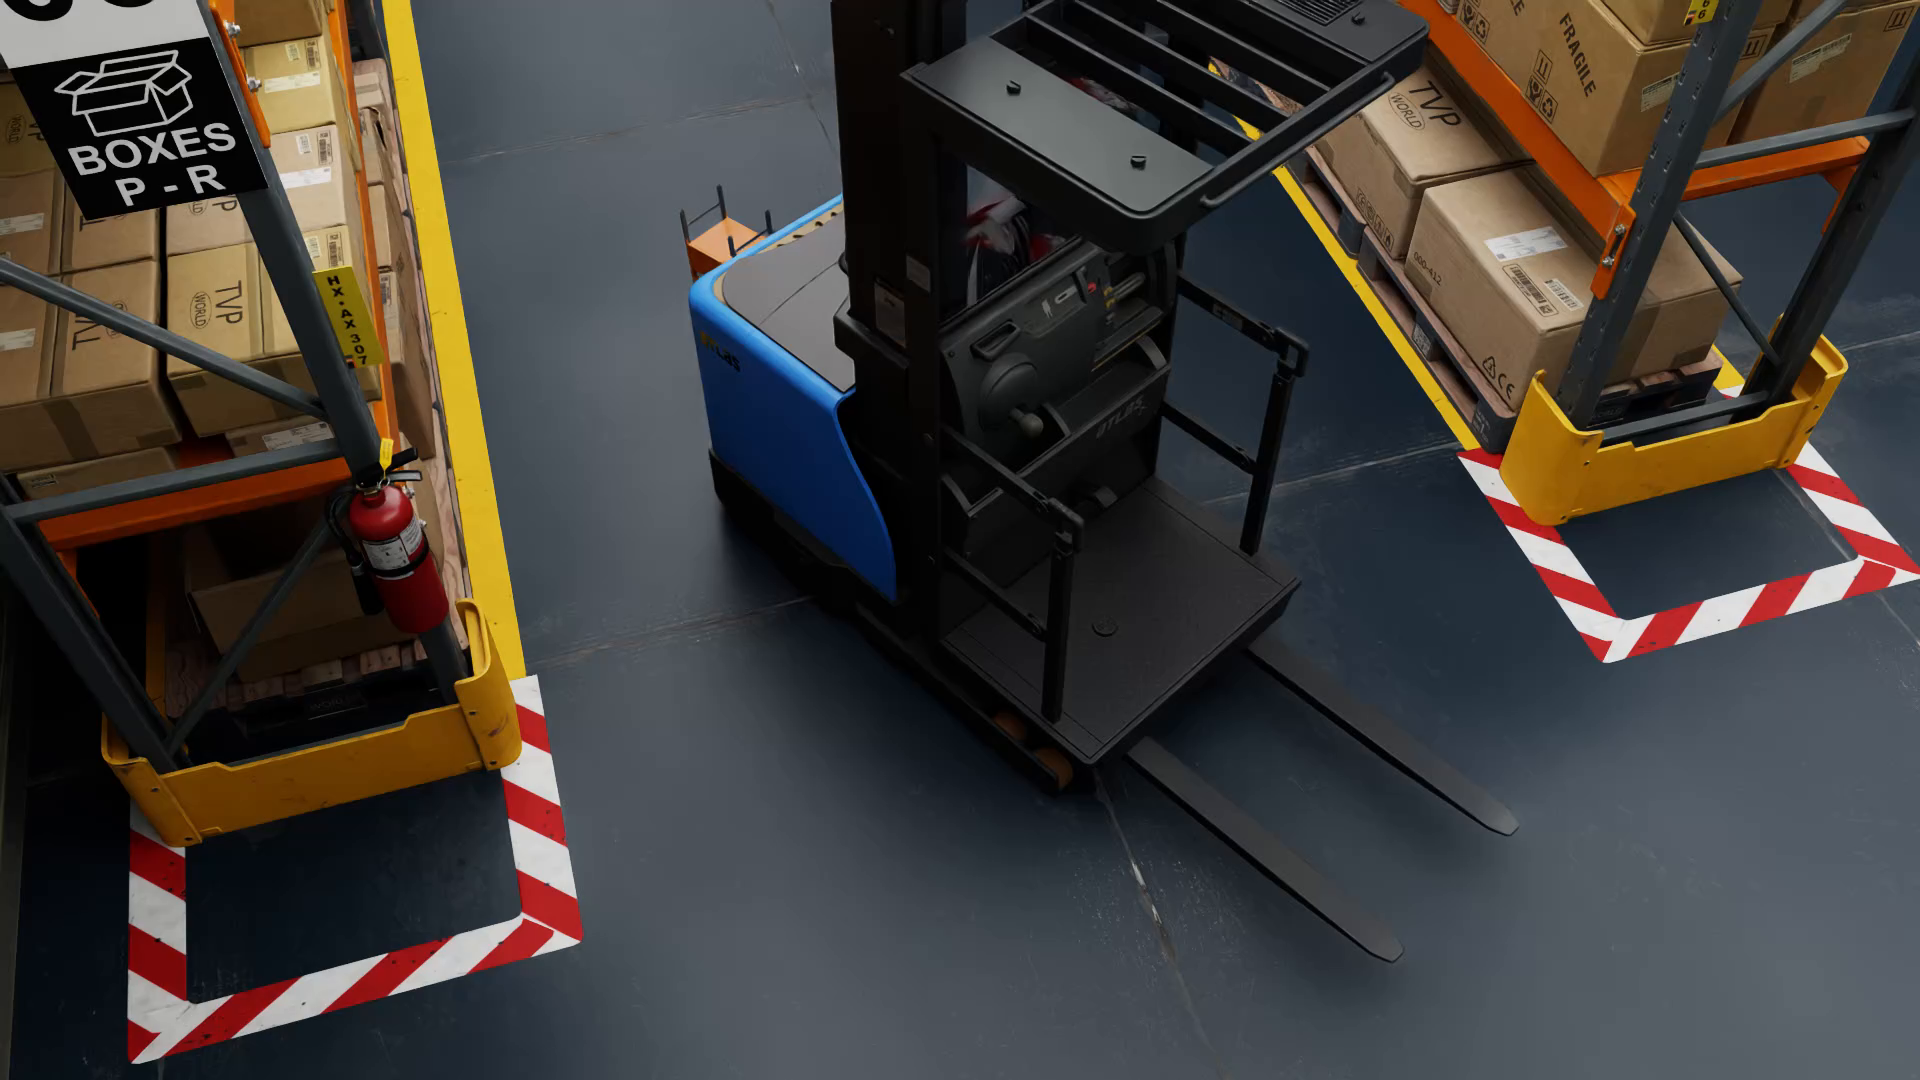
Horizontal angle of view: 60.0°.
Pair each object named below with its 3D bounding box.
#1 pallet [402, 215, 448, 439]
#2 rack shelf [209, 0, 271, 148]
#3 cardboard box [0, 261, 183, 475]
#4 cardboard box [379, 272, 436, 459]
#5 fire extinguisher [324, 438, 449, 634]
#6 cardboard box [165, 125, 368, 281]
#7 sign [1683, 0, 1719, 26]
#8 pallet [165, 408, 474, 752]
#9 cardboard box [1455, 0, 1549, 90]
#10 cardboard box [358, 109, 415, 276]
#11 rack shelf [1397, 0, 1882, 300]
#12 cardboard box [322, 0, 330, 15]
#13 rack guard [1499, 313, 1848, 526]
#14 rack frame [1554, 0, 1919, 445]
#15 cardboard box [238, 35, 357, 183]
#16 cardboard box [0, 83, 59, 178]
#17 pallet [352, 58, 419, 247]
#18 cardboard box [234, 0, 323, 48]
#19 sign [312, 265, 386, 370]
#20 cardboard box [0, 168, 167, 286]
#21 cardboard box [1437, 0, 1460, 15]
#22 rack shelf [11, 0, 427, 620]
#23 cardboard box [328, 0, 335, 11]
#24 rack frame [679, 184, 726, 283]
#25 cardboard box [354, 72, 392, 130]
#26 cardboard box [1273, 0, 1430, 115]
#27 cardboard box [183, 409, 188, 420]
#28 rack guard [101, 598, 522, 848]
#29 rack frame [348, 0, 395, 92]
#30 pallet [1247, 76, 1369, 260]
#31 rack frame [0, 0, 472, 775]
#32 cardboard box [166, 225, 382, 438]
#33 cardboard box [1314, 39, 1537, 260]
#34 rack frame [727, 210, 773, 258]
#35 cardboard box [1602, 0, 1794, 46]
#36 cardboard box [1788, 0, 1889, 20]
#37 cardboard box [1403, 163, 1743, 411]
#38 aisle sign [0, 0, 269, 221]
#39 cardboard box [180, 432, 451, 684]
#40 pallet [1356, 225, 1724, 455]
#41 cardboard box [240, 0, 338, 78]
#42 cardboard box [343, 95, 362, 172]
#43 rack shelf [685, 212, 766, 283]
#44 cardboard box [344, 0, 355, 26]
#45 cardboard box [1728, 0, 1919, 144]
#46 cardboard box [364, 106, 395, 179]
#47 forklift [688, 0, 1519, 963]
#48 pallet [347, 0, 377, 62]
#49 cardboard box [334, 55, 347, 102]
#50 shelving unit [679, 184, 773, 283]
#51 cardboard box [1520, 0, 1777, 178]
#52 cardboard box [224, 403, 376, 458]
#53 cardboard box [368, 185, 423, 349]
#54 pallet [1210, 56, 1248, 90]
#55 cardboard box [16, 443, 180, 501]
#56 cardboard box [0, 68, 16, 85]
[{"bbox_3d":[-2.675,-0.784,6.773,1.003,0.211,1.213,-13,51,-11],"label":"pallet"},{"bbox_3d":[-2.650,-2.351,4.779,1.077,0.370,4.000,-13,51,-11],"label":"rack shelf"},{"bbox_3d":[-2.448,-0.479,4.595,0.500,0.250,0.500,-12,51,-10],"label":"cardboard box"},{"bbox_3d":[-2.365,-0.586,6.143,0.700,0.500,0.500,-11,51,-9],"label":"cardboard box"},{"bbox_3d":[-1.574,-0.007,4.589,0.296,0.674,0.183,-13,51,-11],"label":"fire extinguisher"},{"bbox_3d":[-2.085,-0.963,5.004,0.500,0.250,0.500,-13,51,-11],"label":"cardboard box"},{"bbox_3d":[2.160,-1.617,4.739,0.100,0.325,0.005,-13,51,-11],"label":"sign"},{"bbox_3d":[-2.318,0.106,6.023,1.003,0.211,1.213,-13,51,-11],"label":"pallet"},{"bbox_3d":[2.152,-1.975,5.888,0.500,0.500,0.500,-14,51,-12],"label":"cardboard box"},{"bbox_3d":[-2.672,-1.345,6.782,0.700,0.500,0.500,-15,52,-12],"label":"cardboard box"},{"bbox_3d":[2.091,-2.509,6.874,1.077,0.370,4.000,-13,51,-11],"label":"rack shelf"},{"bbox_3d":[-2.561,-2.078,5.943,0.500,0.250,0.500,-14,51,-11],"label":"cardboard box"},{"bbox_3d":[2.689,-0.457,6.308,1.175,0.500,0.348,-13,51,-11],"label":"rack guard"},{"bbox_3d":[2.682,-1.280,5.368,1.000,3.000,0.127,-13,51,-11],"label":"rack frame"},{"bbox_3d":[-2.238,-1.333,5.315,0.500,0.250,0.500,-14,51,-12],"label":"cardboard box"},{"bbox_3d":[-2.741,-1.218,5.219,0.500,0.250,0.500,-12,51,-10],"label":"cardboard box"},{"bbox_3d":[-3.039,-1.676,7.525,1.003,0.211,1.213,-13,51,-11],"label":"pallet"},{"bbox_3d":[-2.379,-1.932,5.330,0.500,0.500,0.500,-12,51,-10],"label":"cardboard box"},{"bbox_3d":[-1.540,-0.557,4.192,0.100,0.325,0.005,-13,51,-11],"label":"sign"},{"bbox_3d":[-2.599,-0.856,4.913,0.500,0.250,0.500,-13,51,-11],"label":"cardboard box"},{"bbox_3d":[1.991,-2.349,6.203,0.500,0.500,0.500,-12,51,-10],"label":"cardboard box"},{"bbox_3d":[-2.650,-1.384,5.926,1.077,0.370,4.000,-13,51,-11],"label":"rack shelf"},{"bbox_3d":[-2.554,-2.073,6.200,0.380,0.149,0.250,-14,51,-12],"label":"cardboard box"},{"bbox_3d":[-0.901,-0.863,6.291,0.008,1.050,0.200,31,57,27],"label":"rack frame"},{"bbox_3d":[-2.796,-1.953,7.524,0.380,0.149,0.250,-15,51,-12],"label":"cardboard box"},{"bbox_3d":[1.848,-2.375,7.691,0.875,0.438,0.875,-15,51,-12],"label":"cardboard box"},{"bbox_3d":[-2.429,-0.455,4.836,0.380,0.149,0.250,-12,51,-10],"label":"cardboard box"},{"bbox_3d":[-2.081,0.595,5.422,1.175,0.500,0.348,-13,51,-11],"label":"rack guard"},{"bbox_3d":[-3.241,-3.077,6.882,1.000,3.000,0.127,-13,51,-11],"label":"rack frame"},{"bbox_3d":[2.014,-1.837,7.661,1.003,0.211,1.213,-13,51,-11],"label":"pallet"},{"bbox_3d":[-2.059,-0.155,4.419,1.000,3.000,0.127,-13,51,-11],"label":"rack frame"},{"bbox_3d":[-1.935,-0.595,4.693,0.500,0.250,0.500,-13,51,-11],"label":"cardboard box"},{"bbox_3d":[2.113,-1.716,7.136,0.875,0.438,0.875,-12,51,-10],"label":"cardboard box"},{"bbox_3d":[-0.716,-0.750,6.180,0.008,1.050,0.200,31,57,27],"label":"rack frame"},{"bbox_3d":[2.312,-1.933,5.198,0.500,0.500,0.500,-12,51,-10],"label":"cardboard box"},{"bbox_3d":[2.812,-2.050,5.297,0.500,0.500,0.500,-14,51,-12],"label":"cardboard box"},{"bbox_3d":[2.391,-1.049,6.574,0.875,0.438,0.875,-15,51,-12],"label":"cardboard box"},{"bbox_3d":[-1.758,-1.010,3.439,0.394,0.787,0.004,-13,51,-11],"label":"aisle sign"},{"bbox_3d":[-2.149,0.046,5.608,0.797,0.503,0.637,-15,52,-12],"label":"cardboard box"},{"bbox_3d":[2.371,-0.948,6.911,1.003,0.211,1.213,-13,51,-11],"label":"pallet"},{"bbox_3d":[-2.409,-1.702,5.626,0.500,0.250,0.500,-15,51,-12],"label":"cardboard box"},{"bbox_3d":[-2.227,-1.329,5.573,0.380,0.149,0.250,-15,51,-12],"label":"cardboard box"},{"bbox_3d":[-0.819,-0.989,6.033,0.240,0.259,0.215,31,57,27],"label":"rack shelf"},{"bbox_3d":[-3.170,-2.811,8.018,0.500,0.500,0.500,-11,51,-9],"label":"cardboard box"},{"bbox_3d":[2.814,-1.728,5.680,0.500,0.500,0.500,-14,51,-11],"label":"cardboard box"},{"bbox_3d":[-2.691,-1.730,7.260,0.396,0.266,0.258,-12,51,-10],"label":"cardboard box"},{"bbox_3d":[0.458,-0.558,4.803,1.130,2.935,3.031,-37,59,-27],"label":"forklift"},{"bbox_3d":[-3.518,-2.764,8.442,1.003,0.211,1.213,-13,51,-11],"label":"pallet"},{"bbox_3d":[-2.325,-1.516,5.731,0.380,0.149,0.250,-12,51,-10],"label":"cardboard box"},{"bbox_3d":[-0.809,-0.807,6.236,0.252,1.050,0.215,31,57,27],"label":"shelving unit"},{"bbox_3d":[2.287,-1.605,5.576,0.500,0.500,0.500,-13,51,-11],"label":"cardboard box"},{"bbox_3d":[-1.894,-0.377,4.770,0.380,0.149,0.250,-14,51,-11],"label":"cardboard box"},{"bbox_3d":[-2.425,-0.995,6.487,0.500,0.500,0.500,-12,51,-10],"label":"cardboard box"},{"bbox_3d":[1.649,-2.730,8.413,1.003,0.211,1.213,-13,51,-11],"label":"pallet"},{"bbox_3d":[-2.413,-0.256,4.668,0.380,0.149,0.250,-14,51,-11],"label":"cardboard box"},{"bbox_3d":[-2.896,-1.600,5.541,0.500,0.250,0.500,-13,51,-11],"label":"cardboard box"}]
